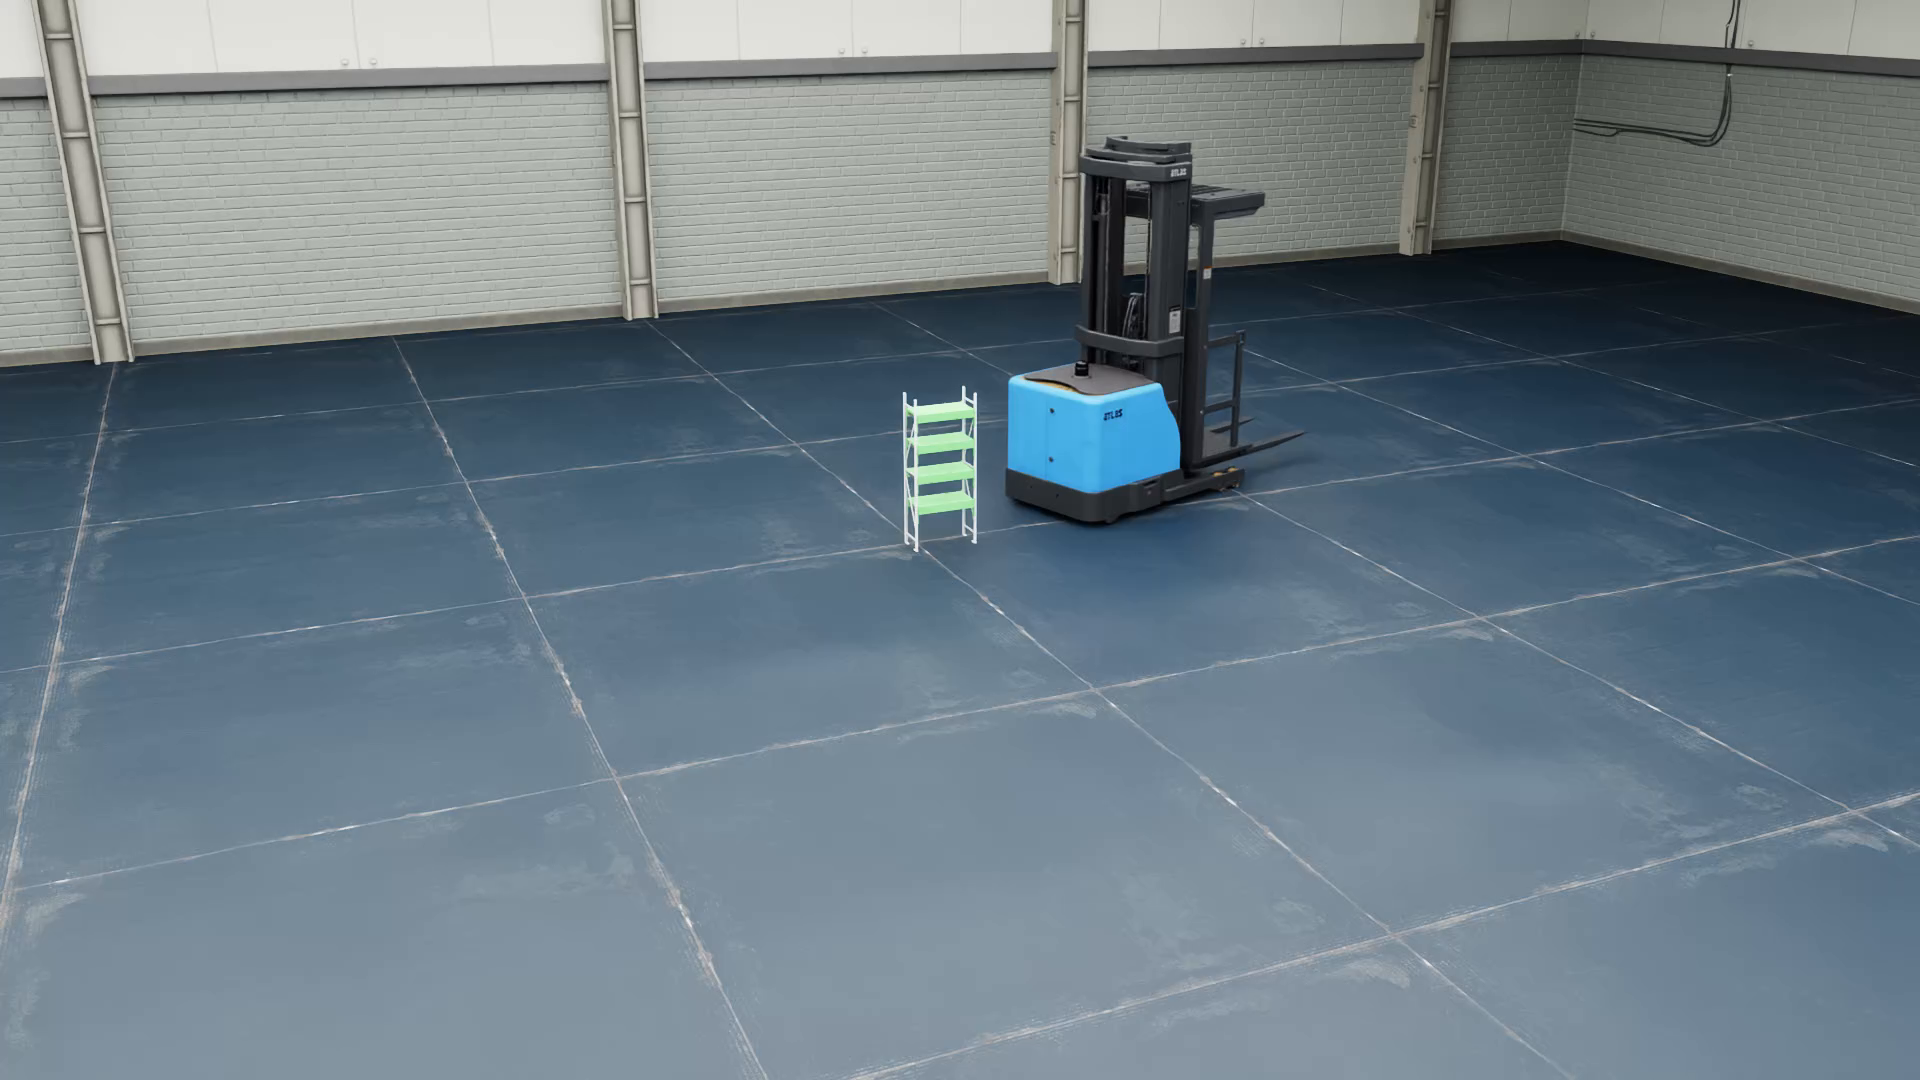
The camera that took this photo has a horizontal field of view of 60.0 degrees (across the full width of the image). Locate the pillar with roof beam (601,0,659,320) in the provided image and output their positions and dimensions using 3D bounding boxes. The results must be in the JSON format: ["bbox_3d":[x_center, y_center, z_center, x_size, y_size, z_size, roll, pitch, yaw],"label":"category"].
[{"bbox_3d":[-2.337,-5.756,15.819,0.400,9.000,9.100,-8,21,-22],"label":"pillar with roof beam"}]

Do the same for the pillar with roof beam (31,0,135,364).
[{"bbox_3d":[-7.846,-4.966,13.578,0.400,9.000,9.100,-8,21,-22],"label":"pillar with roof beam"}]

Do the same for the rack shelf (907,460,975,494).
[{"bbox_3d":[-0.152,-0.484,12.782,0.480,0.148,0.258,-8,21,-22],"label":"rack shelf"}]

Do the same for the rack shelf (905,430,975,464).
[{"bbox_3d":[-0.152,-0.710,12.702,0.480,0.148,0.258,-8,21,-22],"label":"rack shelf"}]

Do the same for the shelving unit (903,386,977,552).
[{"bbox_3d":[-0.152,-0.544,12.761,0.503,1.200,0.258,-8,21,-22],"label":"shelving unit"}]

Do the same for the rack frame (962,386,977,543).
[{"bbox_3d":[0.072,-0.576,12.852,0.015,1.200,0.240,-8,21,-22],"label":"rack frame"}]

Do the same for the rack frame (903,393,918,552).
[{"bbox_3d":[-0.376,-0.512,12.670,0.015,1.200,0.240,-8,21,-22],"label":"rack frame"}]

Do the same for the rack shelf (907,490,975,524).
[{"bbox_3d":[-0.152,-0.258,12.862,0.480,0.148,0.258,-8,21,-22],"label":"rack shelf"}]

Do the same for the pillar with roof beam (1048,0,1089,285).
[{"bbox_3d":[3.172,-6.545,18.061,0.400,9.000,9.100,-8,21,-22],"label":"pillar with roof beam"}]

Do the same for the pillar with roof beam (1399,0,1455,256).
[{"bbox_3d":[8.682,-7.334,20.303,0.400,9.000,9.100,-8,21,-22],"label":"pillar with roof beam"}]

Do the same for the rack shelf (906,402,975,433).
[{"bbox_3d":[-0.152,-0.937,12.623,0.480,0.148,0.258,-8,21,-22],"label":"rack shelf"}]

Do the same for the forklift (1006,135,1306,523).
[{"bbox_3d":[1.813,-1.908,14.027,3.031,2.935,1.130,-17,25,-39],"label":"forklift"}]

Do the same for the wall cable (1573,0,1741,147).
[{"bbox_3d":[10.205,-7.167,24.502,0.112,2.526,3.097,-8,21,-22],"label":"wall cable"}]
